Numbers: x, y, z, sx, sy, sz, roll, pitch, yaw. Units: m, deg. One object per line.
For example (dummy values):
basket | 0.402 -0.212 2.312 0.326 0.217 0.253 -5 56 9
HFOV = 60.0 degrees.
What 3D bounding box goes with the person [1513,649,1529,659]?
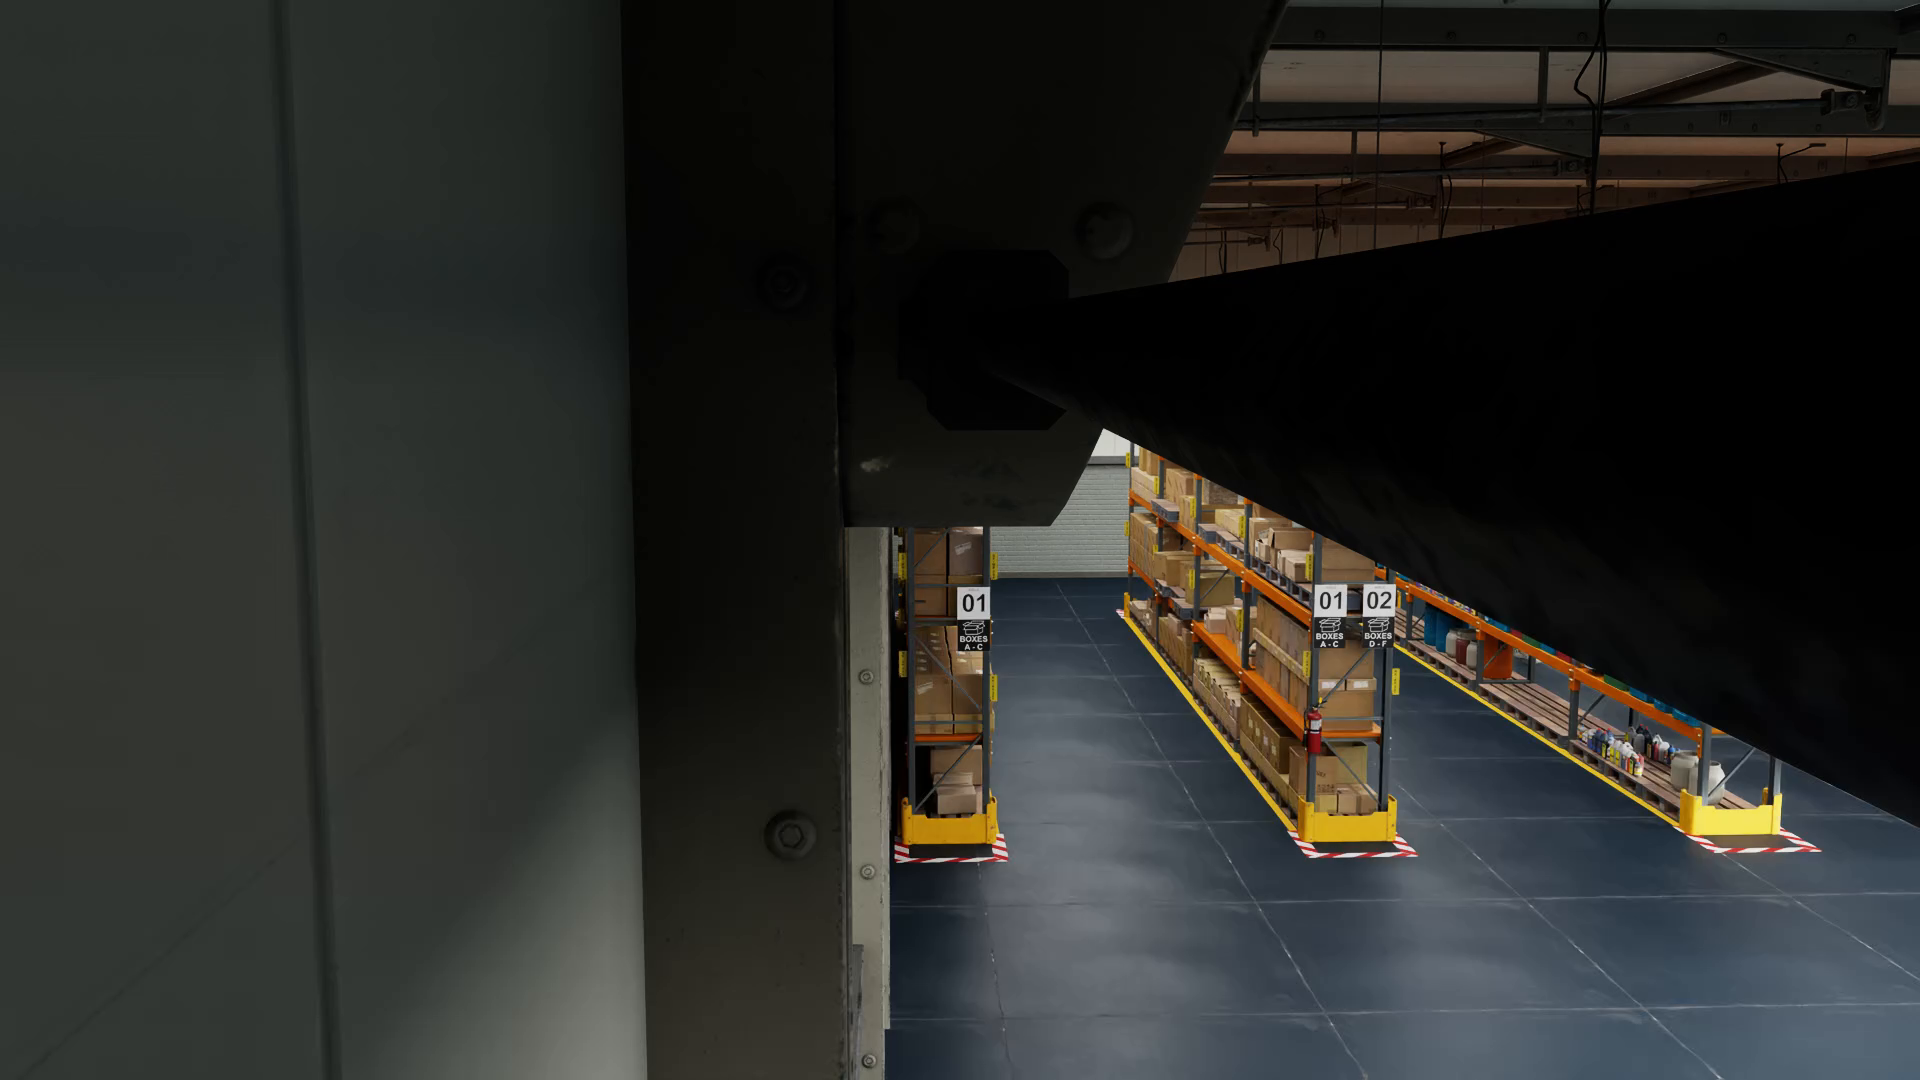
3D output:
person | 10.832 1.401 31.814 0.442 1.820 0.637 2 7 12
